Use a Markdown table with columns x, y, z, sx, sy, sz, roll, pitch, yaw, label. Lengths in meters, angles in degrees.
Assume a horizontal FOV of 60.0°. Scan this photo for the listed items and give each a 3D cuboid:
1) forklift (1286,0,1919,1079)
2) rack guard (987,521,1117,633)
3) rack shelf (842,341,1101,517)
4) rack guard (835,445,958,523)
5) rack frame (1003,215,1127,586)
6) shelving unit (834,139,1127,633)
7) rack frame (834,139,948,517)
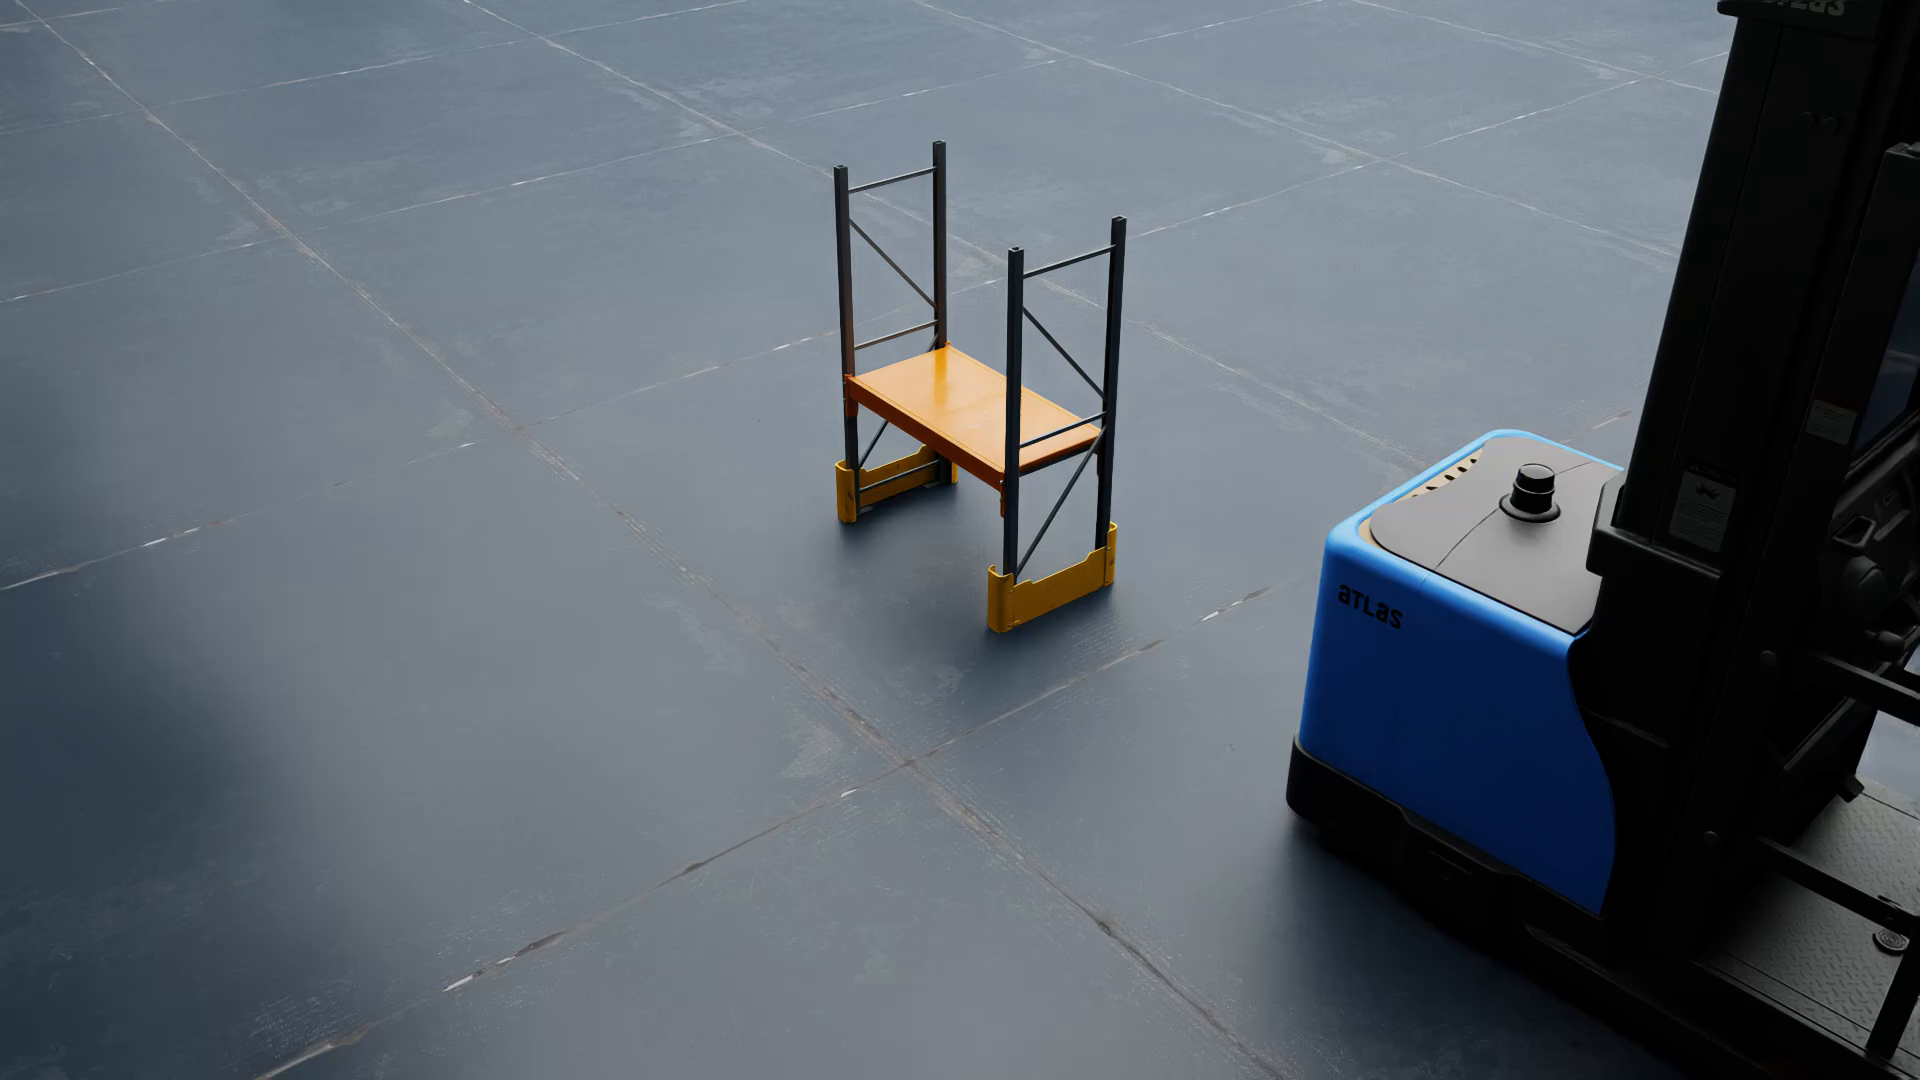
| x | y | z | sx | sy | sz | roll | pitch | yaw | label |
| --- | --- | --- | --- | --- | --- | --- | --- | --- | --- |
| 2.419 | 0.026 | 3.930 | 1.130 | 2.935 | 3.031 | -27 | 41 | -36 | forklift |
| 0.352 | 0.133 | 6.299 | 0.587 | 0.250 | 0.087 | -22 | 38 | -31 | rack guard |
| 0.052 | -0.449 | 6.392 | 0.538 | 0.185 | 1.000 | -22 | 38 | -31 | rack shelf |
| -0.259 | -0.282 | 6.967 | 0.587 | 0.250 | 0.087 | -22 | 38 | -31 | rack guard |
| 0.364 | -0.390 | 5.956 | 0.500 | 1.500 | 0.032 | -22 | 38 | -31 | rack frame |
| 0.047 | -0.605 | 6.303 | 0.587 | 1.500 | 1.083 | -22 | 38 | -31 | shelving unit |
| -0.259 | -0.813 | 6.638 | 0.500 | 1.500 | 0.032 | -22 | 38 | -31 | rack frame |
